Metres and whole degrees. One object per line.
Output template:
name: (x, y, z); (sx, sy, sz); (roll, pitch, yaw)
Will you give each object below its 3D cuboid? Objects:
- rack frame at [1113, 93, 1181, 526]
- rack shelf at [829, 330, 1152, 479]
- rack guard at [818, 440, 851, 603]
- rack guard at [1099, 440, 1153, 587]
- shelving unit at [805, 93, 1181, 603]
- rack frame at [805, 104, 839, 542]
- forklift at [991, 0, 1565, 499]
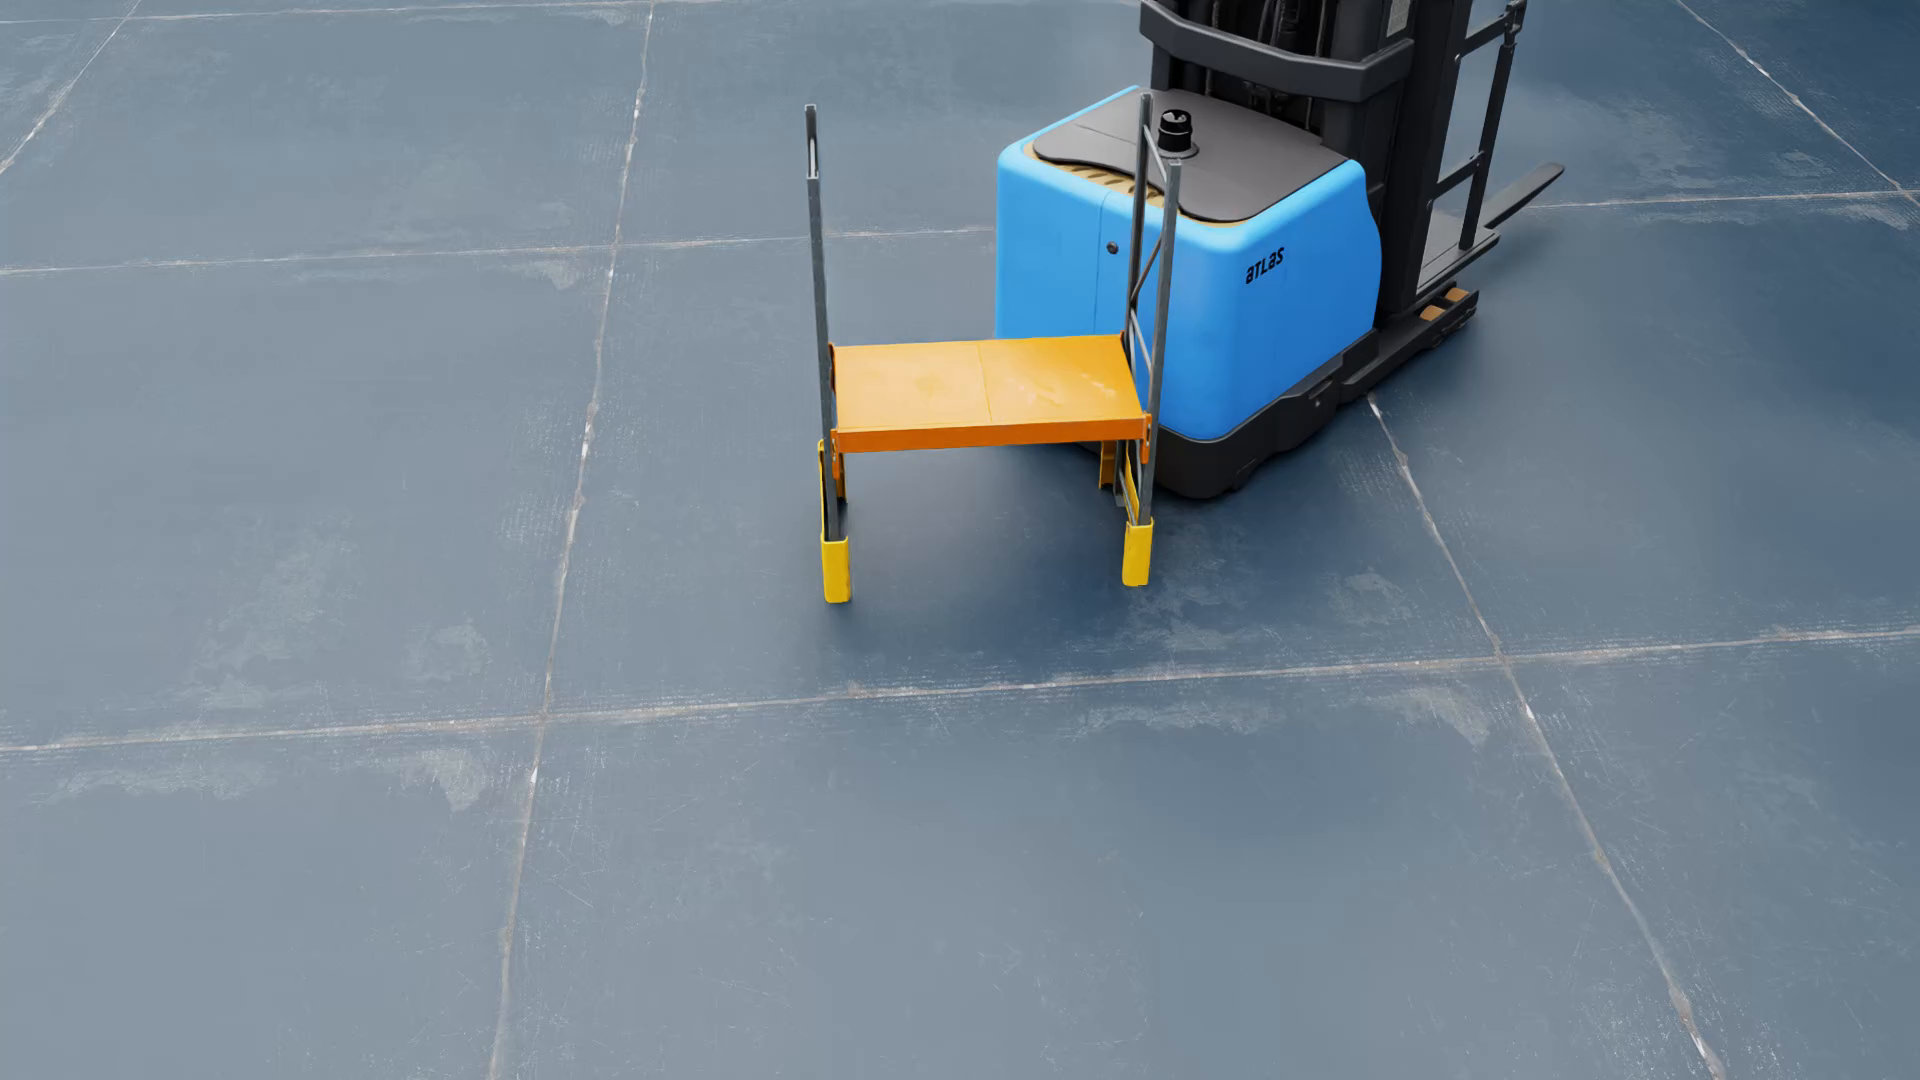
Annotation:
rack frame: (0.585, -0.615, 5.319); (0.032, 1.500, 0.500); (-3, 38, -4)
rack shelf: (0.079, -0.448, 5.397); (1.000, 0.185, 0.538); (-3, 38, -4)
rack guard: (-0.427, -0.072, 5.640); (0.087, 0.250, 0.587); (-3, 38, -4)
rack guard: (0.566, -0.124, 5.705); (0.087, 0.250, 0.587); (-3, 38, -4)
shelving unit: (0.070, -0.589, 5.285); (1.083, 1.500, 0.587); (-3, 38, -4)
rack frame: (-0.428, -0.563, 5.253); (0.032, 1.500, 0.500); (-3, 38, -4)
forklift: (1.479, -2.122, 6.073); (1.130, 2.935, 3.031); (29, 47, 32)
